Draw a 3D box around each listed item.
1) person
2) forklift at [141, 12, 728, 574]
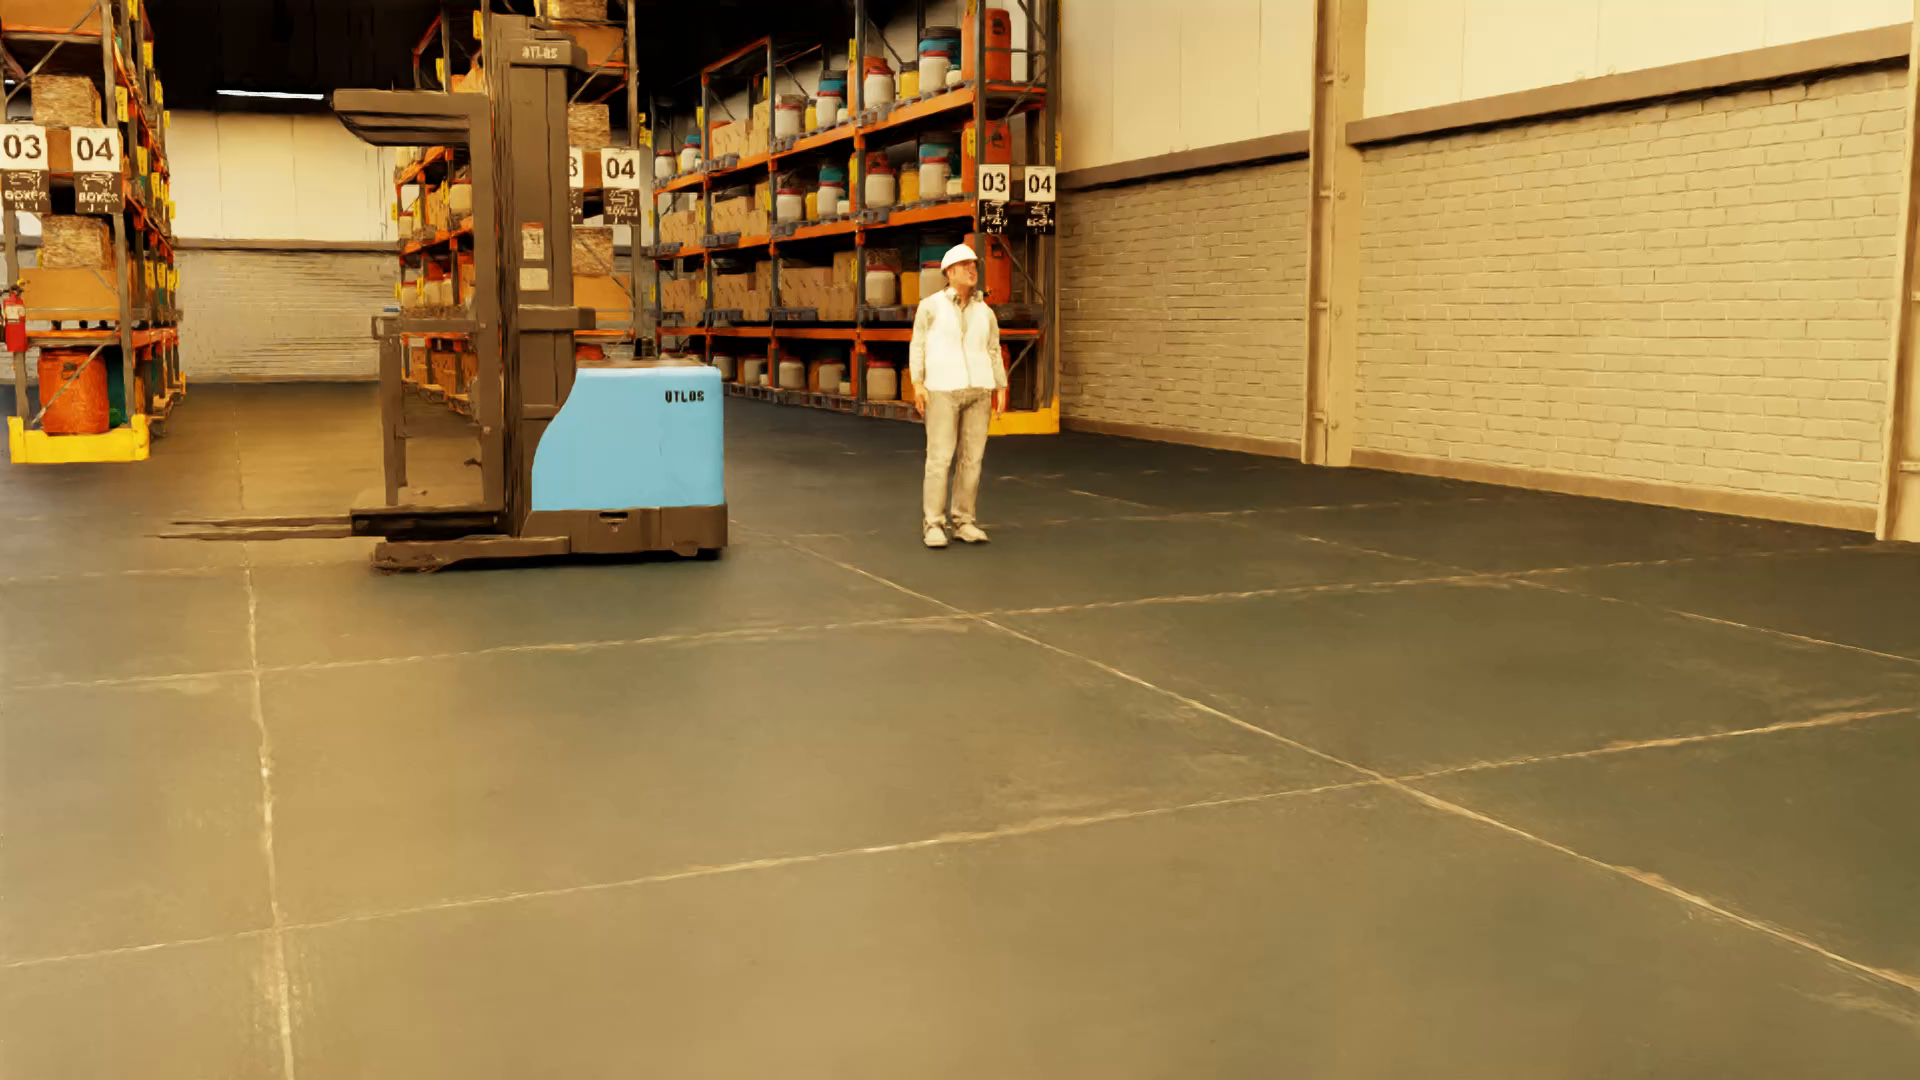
[{"bbox_3d":[0.017,-0.879,9.977,0.632,1.773,0.567,-3,8,-23],"label":"person"},{"bbox_3d":[-2.883,-1.352,9.194,3.031,2.935,1.130,-2,8,-16],"label":"forklift"}]
